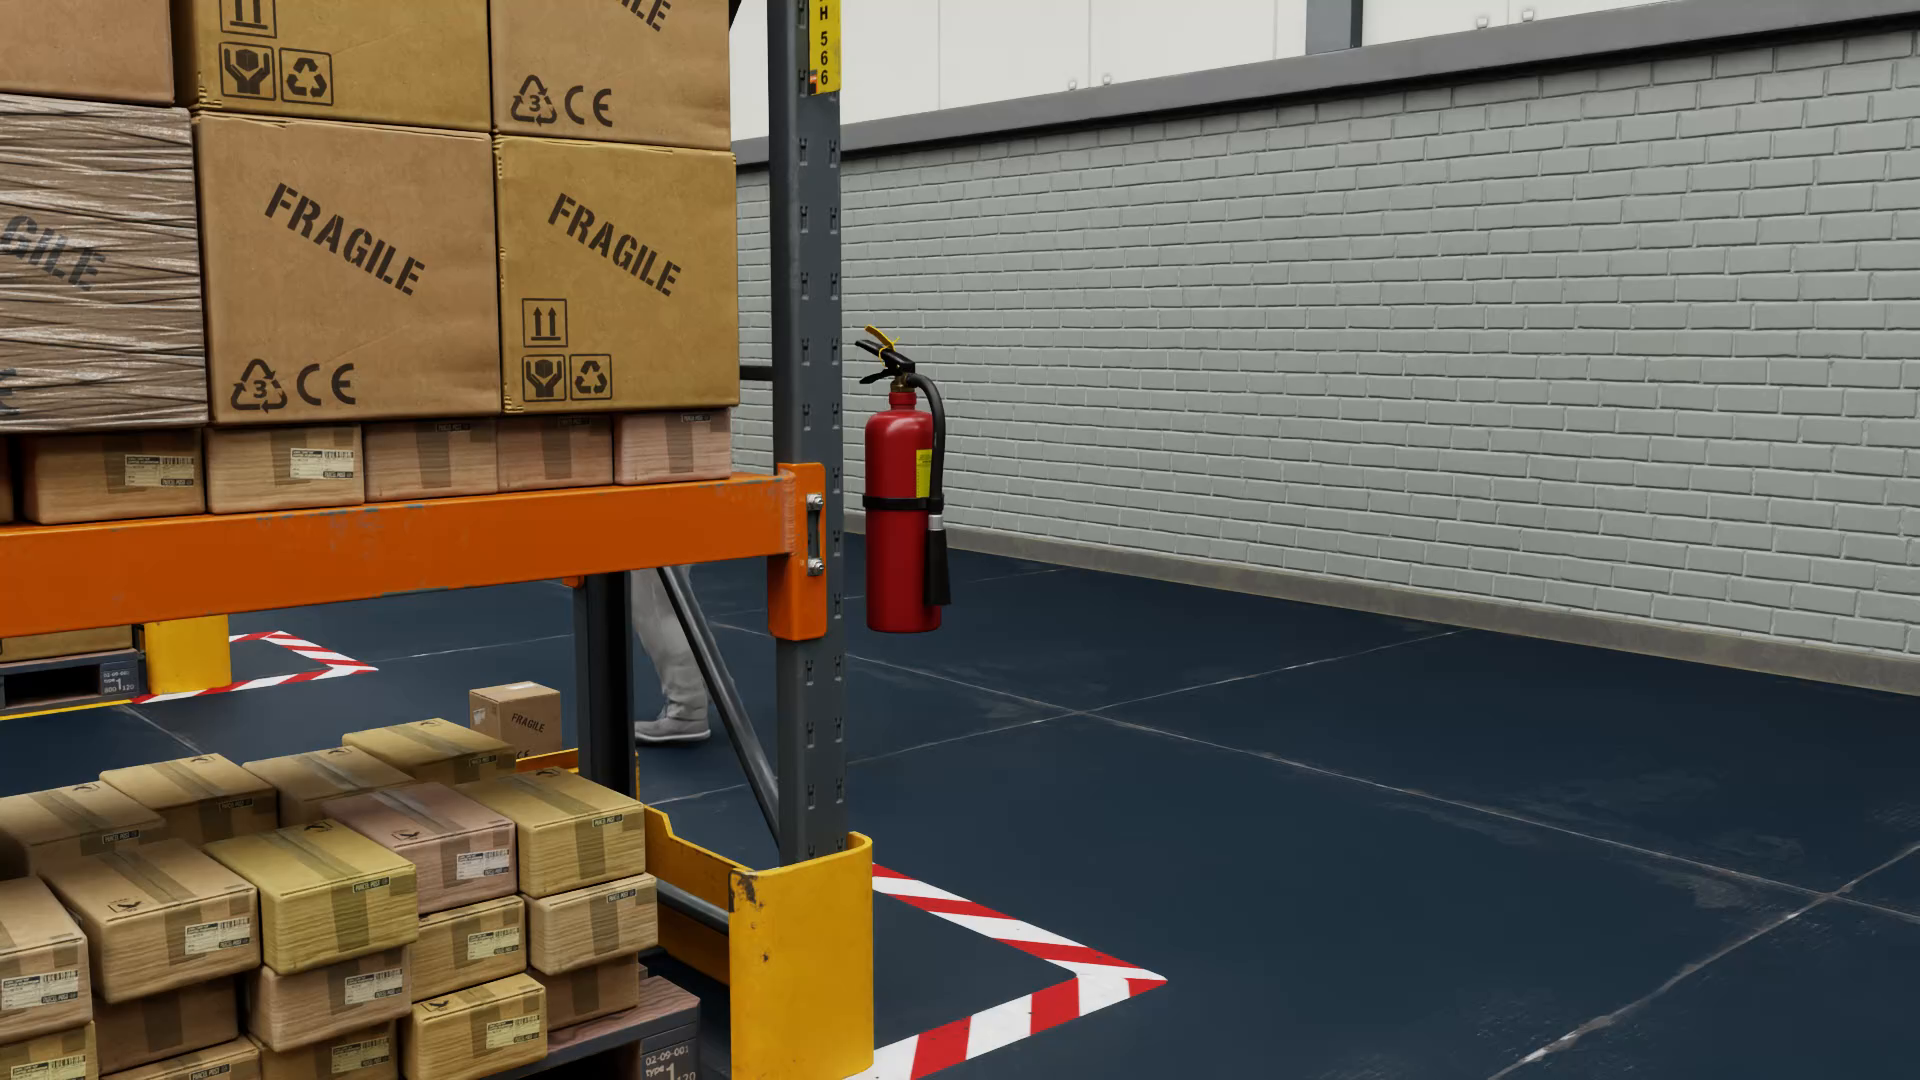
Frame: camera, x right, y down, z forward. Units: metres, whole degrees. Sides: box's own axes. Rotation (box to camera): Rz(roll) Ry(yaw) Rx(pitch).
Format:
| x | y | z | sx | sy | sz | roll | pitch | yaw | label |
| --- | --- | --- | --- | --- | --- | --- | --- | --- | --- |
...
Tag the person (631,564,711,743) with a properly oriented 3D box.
| x | y | z | sx | sy | sz | roll | pitch | yaw | label |
| --- | --- | --- | --- | --- | --- | --- | --- | --- | --- |
| -1.163 | -0.078 | 6.447 | 0.448 | 1.805 | 0.651 | 1 | 7 | 7 | person |
